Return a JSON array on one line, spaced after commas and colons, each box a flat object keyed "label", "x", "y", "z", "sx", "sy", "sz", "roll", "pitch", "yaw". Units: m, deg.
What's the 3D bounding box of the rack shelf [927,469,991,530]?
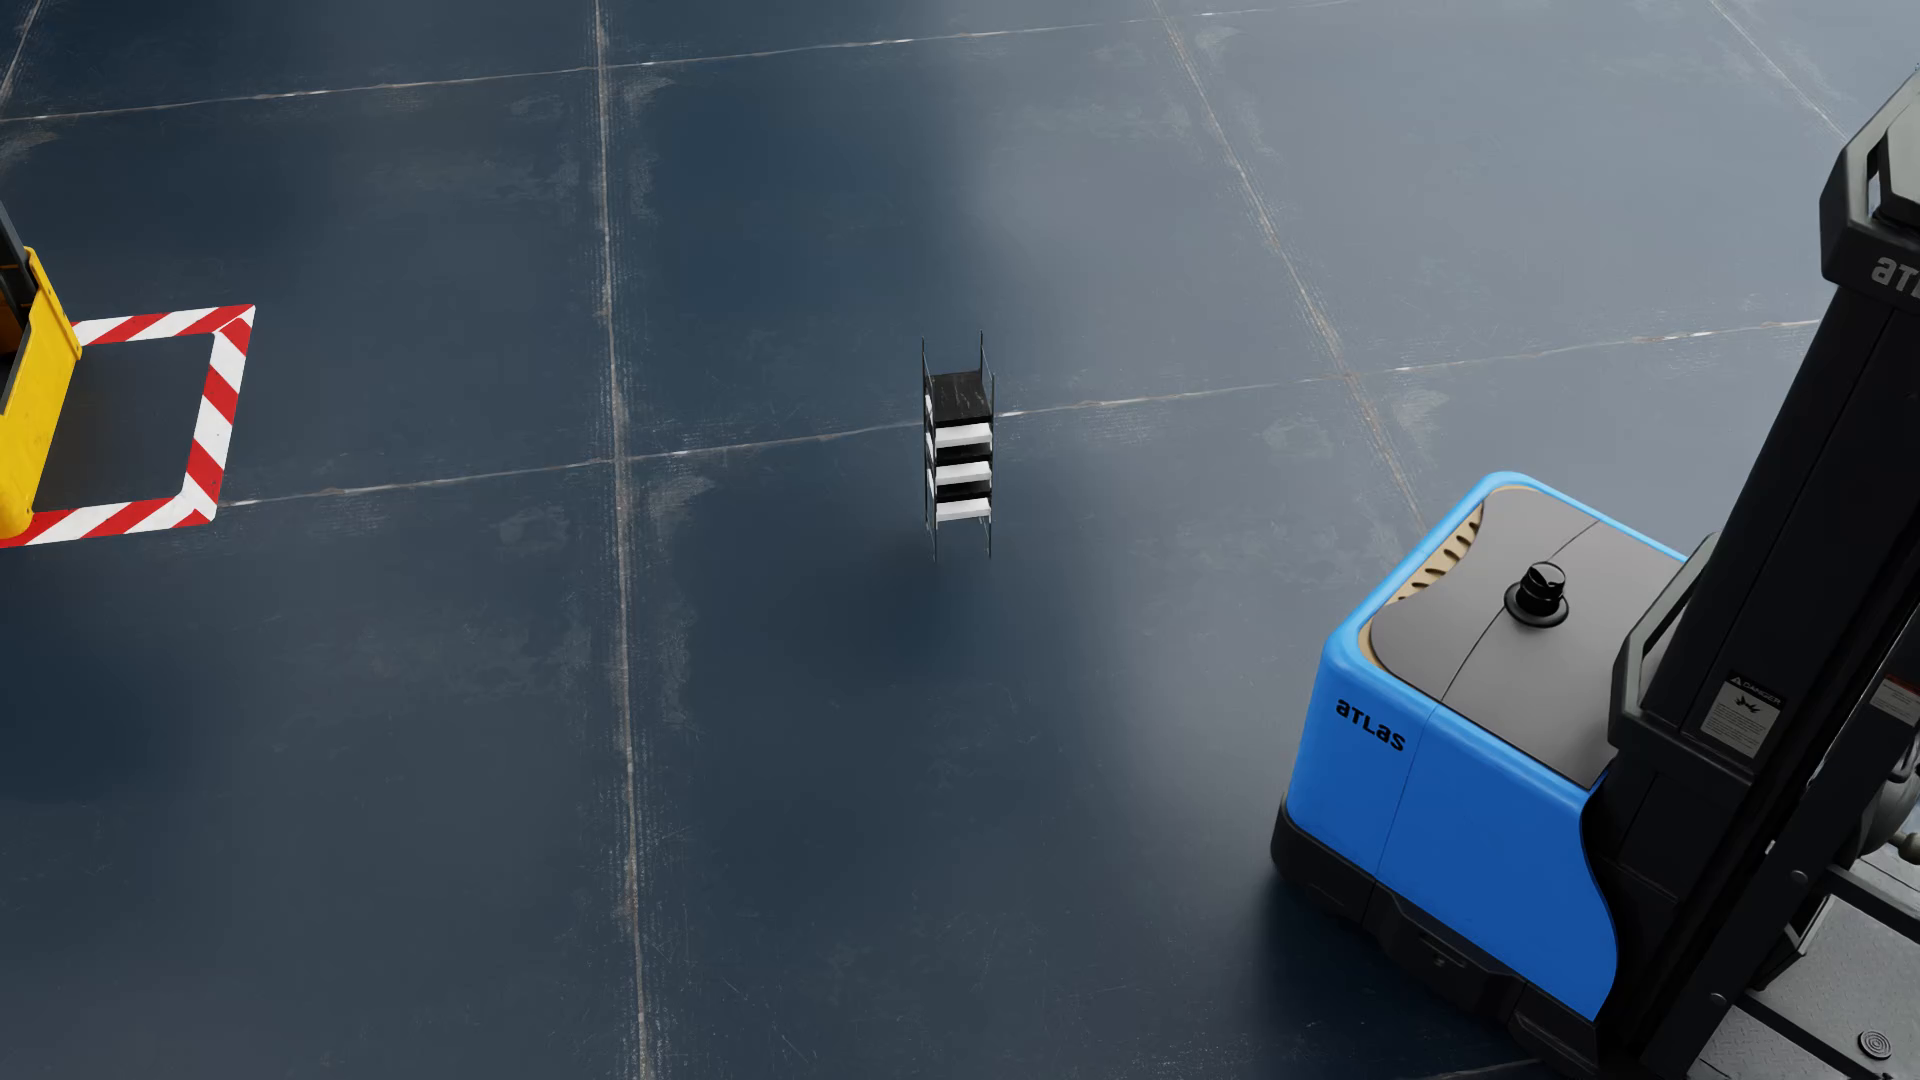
[{"label": "rack shelf", "x": -0.008, "y": -0.163, "z": 6.079, "sx": 0.200, "sy": 0.077, "sz": 0.258, "roll": -7, "pitch": 46, "yaw": -7}]

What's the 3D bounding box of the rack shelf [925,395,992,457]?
[{"label": "rack shelf", "x": -0.008, "y": -0.413, "z": 5.819, "sx": 0.200, "sy": 0.077, "sz": 0.258, "roll": -7, "pitch": 46, "yaw": -7}]

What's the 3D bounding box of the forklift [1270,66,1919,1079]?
[{"label": "forklift", "x": 2.409, "y": 0.460, "z": 3.771, "sx": 3.031, "sy": 2.935, "sz": 1.130, "roll": 33, "pitch": 54, "yaw": 27}]

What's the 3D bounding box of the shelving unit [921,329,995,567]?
[{"label": "shelving unit", "x": -0.008, "y": -0.311, "z": 5.925, "sx": 0.210, "sy": 0.900, "sz": 0.258, "roll": -7, "pitch": 46, "yaw": -7}]

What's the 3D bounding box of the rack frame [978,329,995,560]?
[{"label": "rack frame", "x": 0.092, "y": -0.324, "z": 5.937, "sx": 0.006, "sy": 0.900, "sz": 0.240, "roll": -7, "pitch": 46, "yaw": -7}]

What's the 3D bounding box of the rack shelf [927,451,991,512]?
[{"label": "rack shelf", "x": -0.008, "y": -0.226, "z": 6.014, "sx": 0.200, "sy": 0.077, "sz": 0.258, "roll": -7, "pitch": 46, "yaw": -7}]

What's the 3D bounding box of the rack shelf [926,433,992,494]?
[{"label": "rack shelf", "x": -0.008, "y": -0.288, "z": 5.949, "sx": 0.200, "sy": 0.077, "sz": 0.258, "roll": -7, "pitch": 46, "yaw": -7}]

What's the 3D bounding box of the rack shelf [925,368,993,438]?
[{"label": "rack shelf", "x": -0.008, "y": -0.475, "z": 5.755, "sx": 0.200, "sy": 0.077, "sz": 0.258, "roll": -7, "pitch": 46, "yaw": -7}]

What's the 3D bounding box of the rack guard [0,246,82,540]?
[{"label": "rack guard", "x": -3.786, "y": -0.580, "z": 6.462, "sx": 0.348, "sy": 0.500, "sz": 1.175, "roll": -7, "pitch": 46, "yaw": -7}]

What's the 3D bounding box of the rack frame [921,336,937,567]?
[{"label": "rack frame", "x": -0.108, "y": -0.299, "z": 5.913, "sx": 0.006, "sy": 0.900, "sz": 0.240, "roll": -7, "pitch": 46, "yaw": -7}]

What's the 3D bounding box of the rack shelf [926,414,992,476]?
[{"label": "rack shelf", "x": -0.008, "y": -0.351, "z": 5.884, "sx": 0.200, "sy": 0.077, "sz": 0.258, "roll": -7, "pitch": 46, "yaw": -7}]

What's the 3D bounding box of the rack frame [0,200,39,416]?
[{"label": "rack frame", "x": -3.719, "y": -1.490, "z": 5.603, "sx": 0.127, "sy": 3.000, "sz": 1.000, "roll": -7, "pitch": 46, "yaw": -7}]
